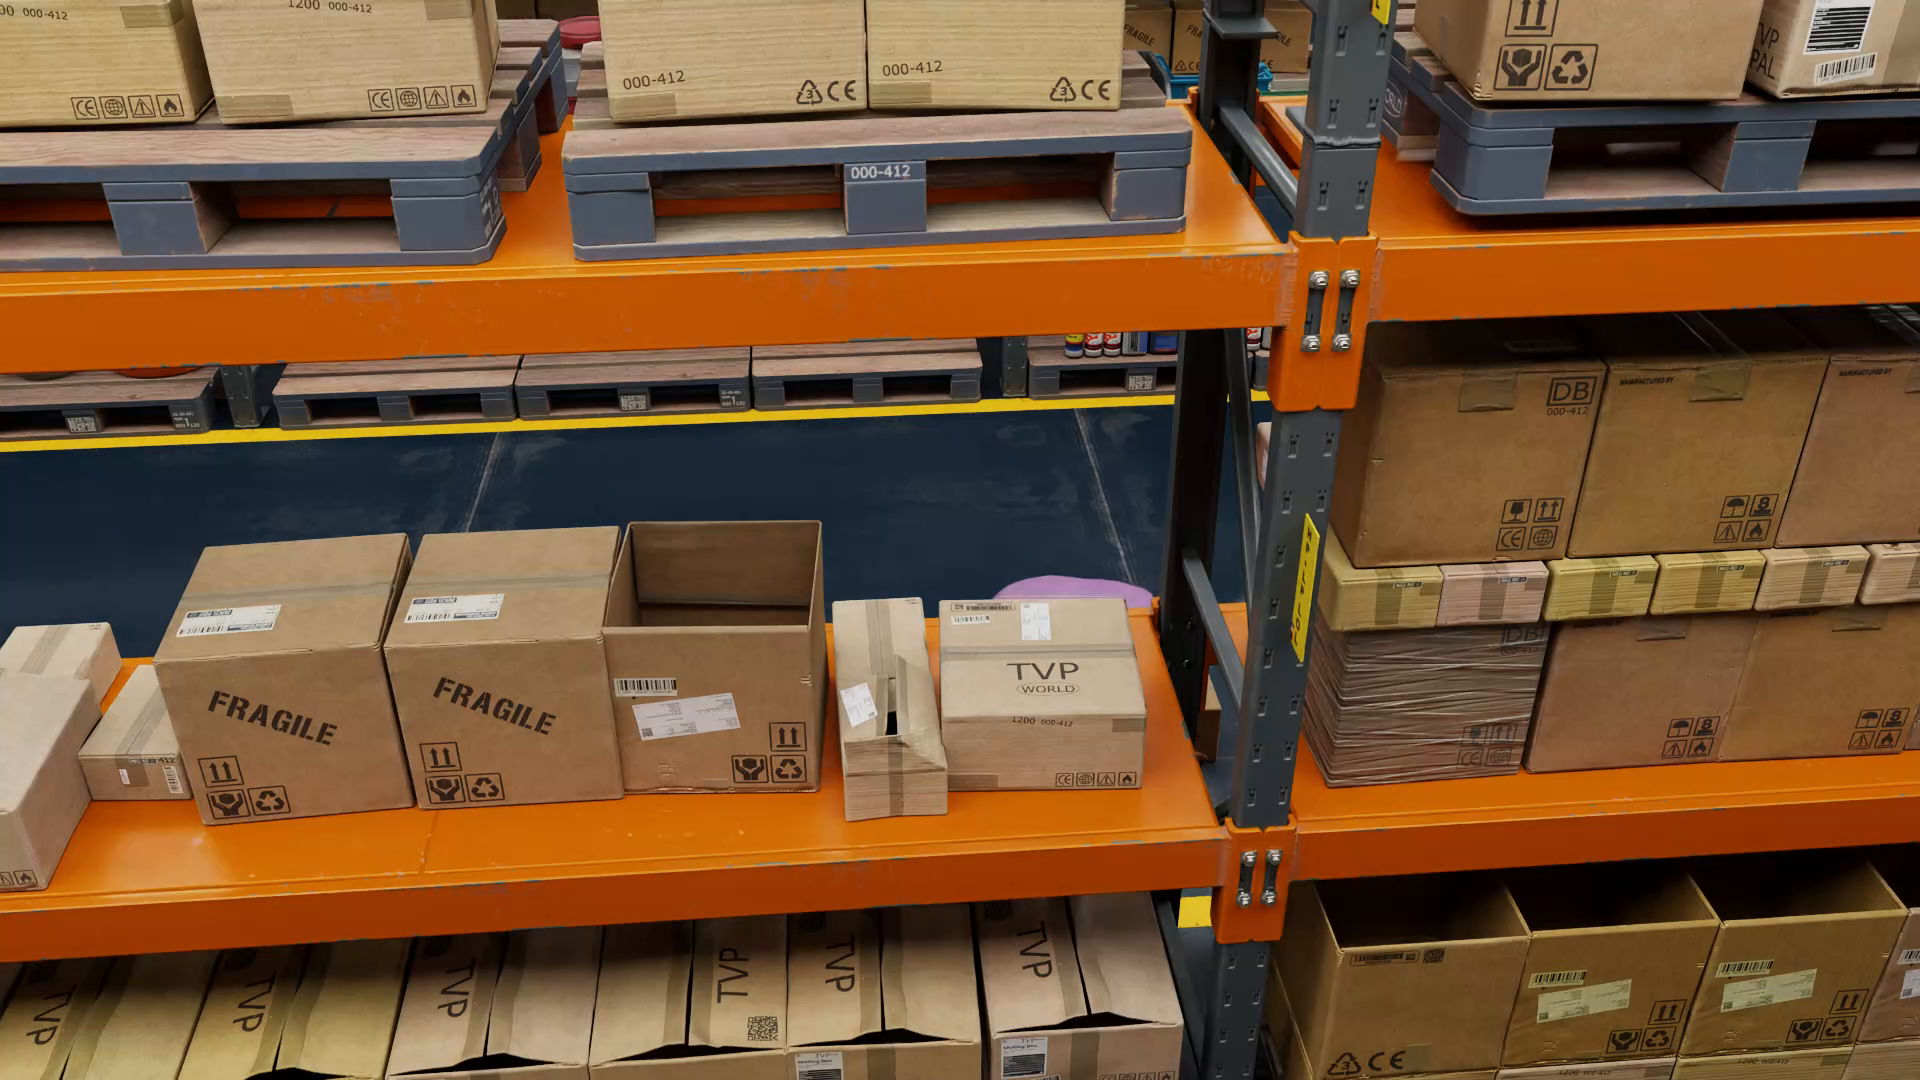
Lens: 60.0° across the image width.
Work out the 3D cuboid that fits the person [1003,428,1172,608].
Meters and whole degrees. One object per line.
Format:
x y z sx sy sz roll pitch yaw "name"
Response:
0.524 0.209 6.027 0.738 1.369 0.377 -2 32 -3 "person"
